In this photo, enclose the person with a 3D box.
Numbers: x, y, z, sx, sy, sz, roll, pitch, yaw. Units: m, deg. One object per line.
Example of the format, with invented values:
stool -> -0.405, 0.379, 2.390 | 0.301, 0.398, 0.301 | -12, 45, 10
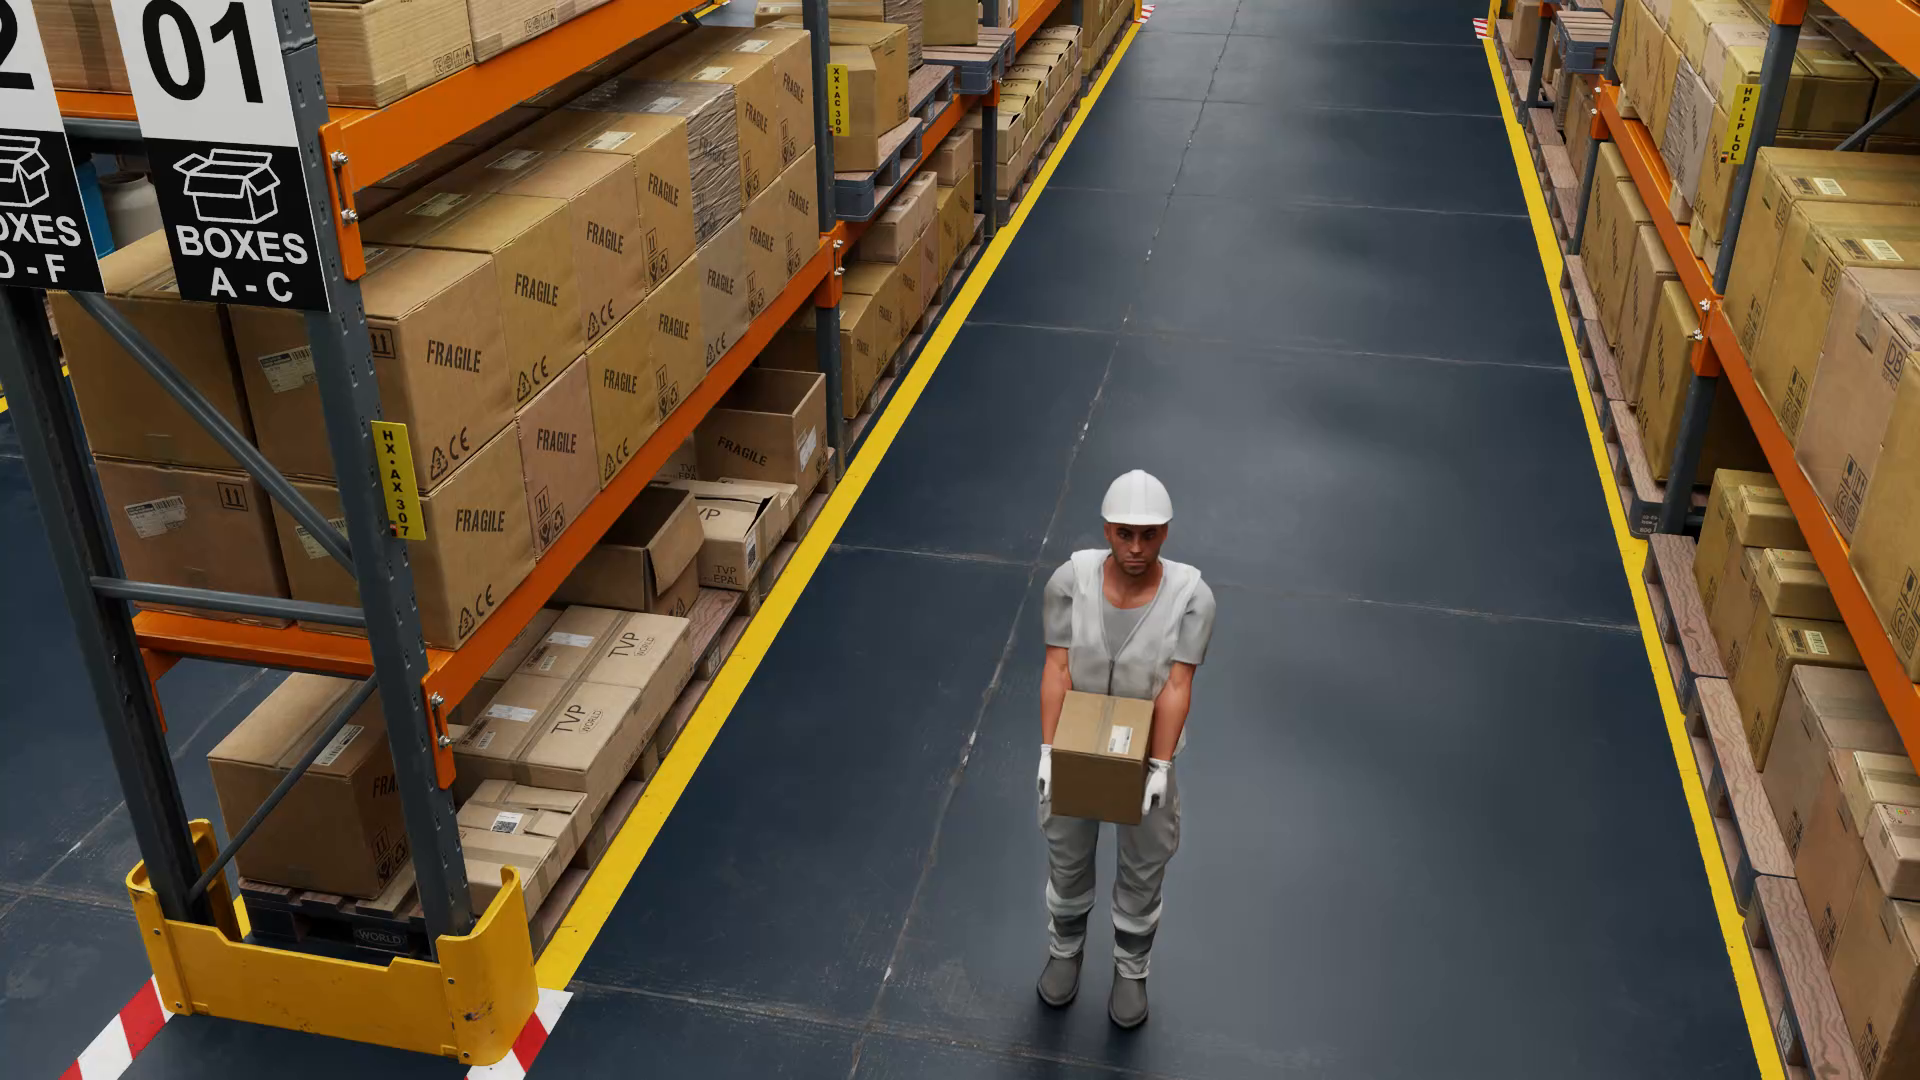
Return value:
person -> 0.452, 0.670, 4.870 | 0.494, 1.784, 0.554 | 6, 29, 11
